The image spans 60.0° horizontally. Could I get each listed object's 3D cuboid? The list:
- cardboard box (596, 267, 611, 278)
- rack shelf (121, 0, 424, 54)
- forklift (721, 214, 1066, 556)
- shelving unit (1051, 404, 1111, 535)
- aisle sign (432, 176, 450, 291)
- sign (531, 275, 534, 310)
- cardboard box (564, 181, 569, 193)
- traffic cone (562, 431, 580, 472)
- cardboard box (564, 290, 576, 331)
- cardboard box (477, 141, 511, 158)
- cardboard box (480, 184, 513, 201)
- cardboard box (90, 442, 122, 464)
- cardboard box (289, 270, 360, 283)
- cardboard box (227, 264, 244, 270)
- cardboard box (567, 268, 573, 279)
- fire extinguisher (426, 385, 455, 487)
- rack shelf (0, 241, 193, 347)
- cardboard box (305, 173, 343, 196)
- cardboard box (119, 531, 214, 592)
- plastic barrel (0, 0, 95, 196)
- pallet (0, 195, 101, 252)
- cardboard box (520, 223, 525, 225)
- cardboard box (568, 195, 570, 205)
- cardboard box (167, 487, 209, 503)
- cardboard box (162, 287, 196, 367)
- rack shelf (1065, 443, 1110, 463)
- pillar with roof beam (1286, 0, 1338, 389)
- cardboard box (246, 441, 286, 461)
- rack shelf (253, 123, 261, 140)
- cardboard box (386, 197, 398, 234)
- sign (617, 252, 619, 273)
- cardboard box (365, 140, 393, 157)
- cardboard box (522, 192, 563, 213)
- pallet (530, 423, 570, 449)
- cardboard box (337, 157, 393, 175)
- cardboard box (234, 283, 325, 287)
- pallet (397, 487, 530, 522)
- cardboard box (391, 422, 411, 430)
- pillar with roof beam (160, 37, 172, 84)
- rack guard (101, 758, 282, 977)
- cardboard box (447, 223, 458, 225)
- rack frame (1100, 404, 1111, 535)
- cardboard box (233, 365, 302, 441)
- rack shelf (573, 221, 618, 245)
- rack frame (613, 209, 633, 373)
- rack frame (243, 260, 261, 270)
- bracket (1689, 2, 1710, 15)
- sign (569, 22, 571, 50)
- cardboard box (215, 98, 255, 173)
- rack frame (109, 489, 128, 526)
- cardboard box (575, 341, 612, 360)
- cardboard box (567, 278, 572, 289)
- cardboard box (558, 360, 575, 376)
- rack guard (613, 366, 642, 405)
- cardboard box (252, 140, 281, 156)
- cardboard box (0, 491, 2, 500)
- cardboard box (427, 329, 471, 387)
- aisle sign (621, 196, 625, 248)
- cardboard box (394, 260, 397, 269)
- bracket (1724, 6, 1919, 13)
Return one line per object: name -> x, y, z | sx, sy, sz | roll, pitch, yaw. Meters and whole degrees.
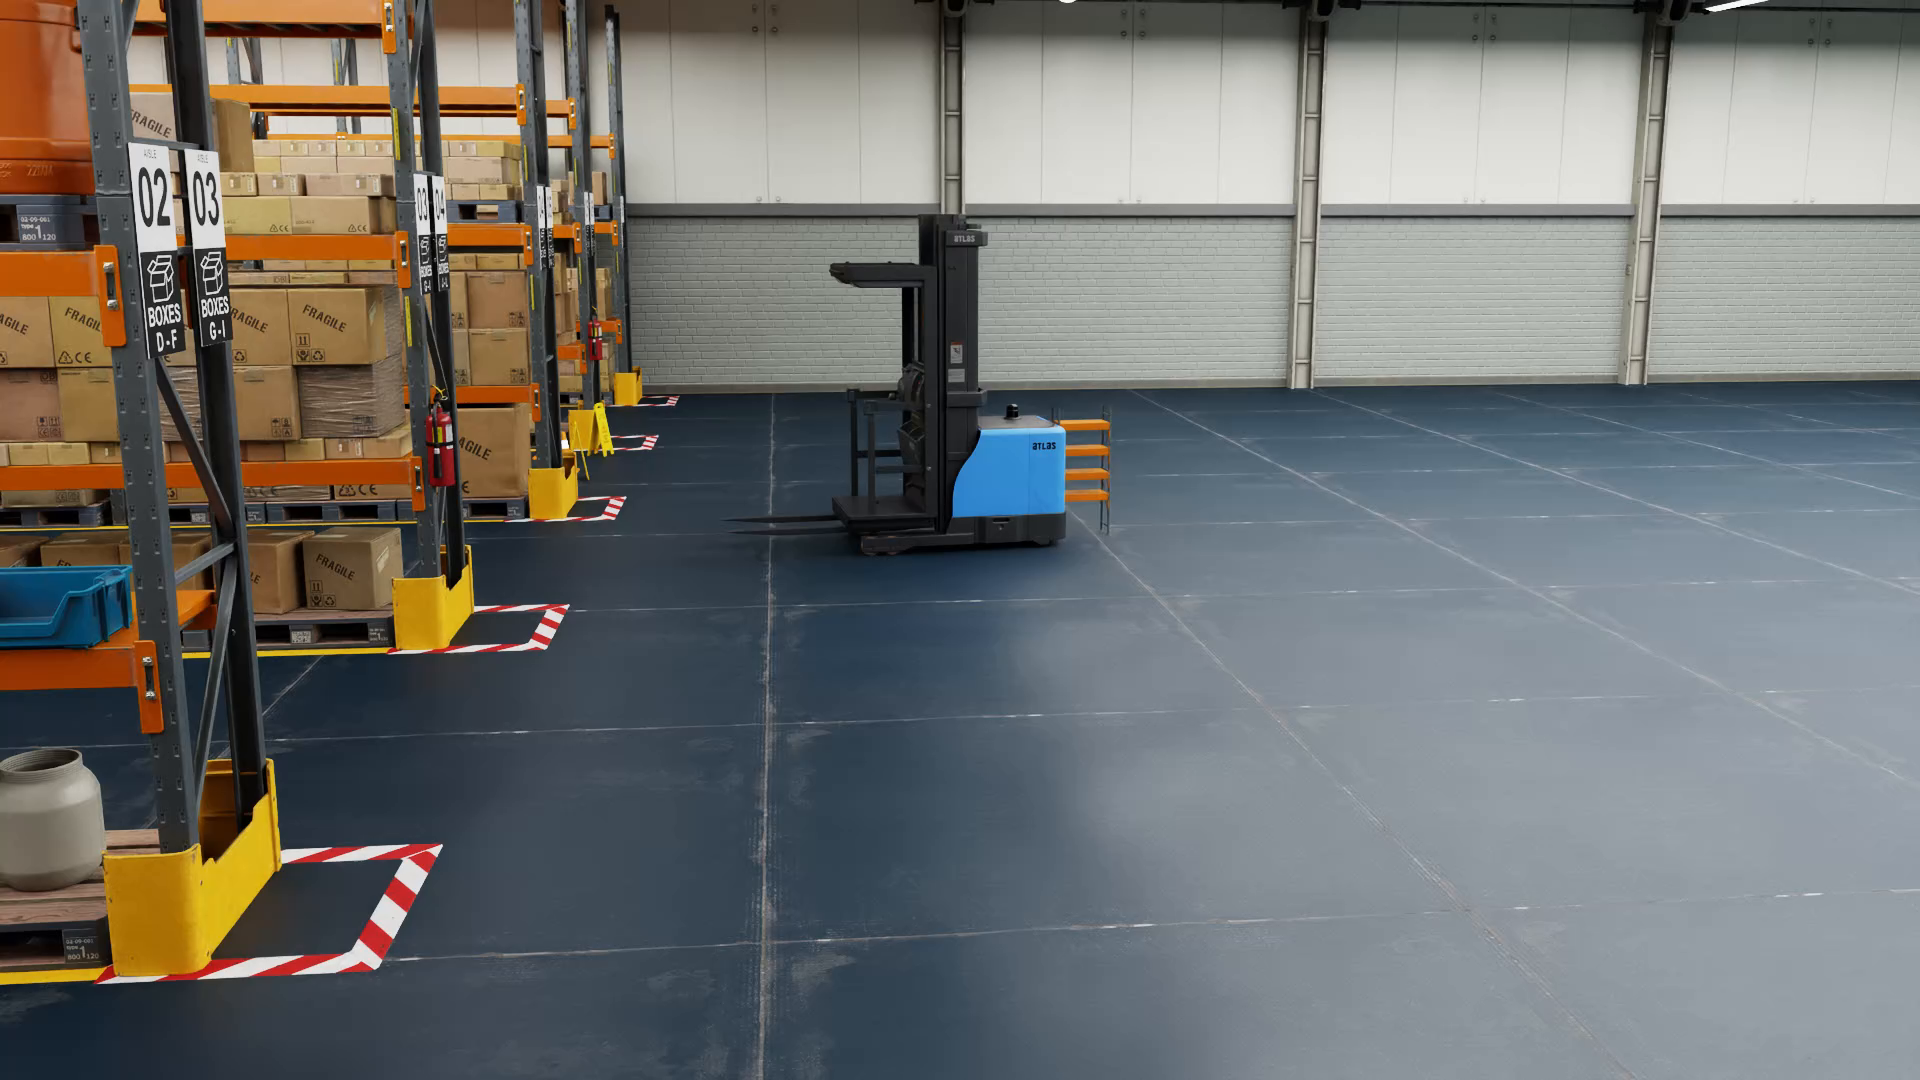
cardboard box -> -5.660, -4.231, 26.282 | 0.250, 0.149, 0.380 | -1, 11, -7
rack shelf -> -5.682, -3.378, 10.980 | 4.000, 0.370, 1.077 | -1, 11, -6
forklift -> -0.616, -1.412, 14.836 | 3.031, 2.935, 1.130 | -2, 11, -12
shelving unit -> 1.118, -0.644, 15.416 | 0.503, 1.200, 0.258 | -2, 11, -12
aisle sign -> -3.664, -2.165, 11.749 | 0.004, 0.787, 0.394 | -1, 11, -6
sign -> -4.084, -2.364, 15.885 | 0.005, 0.325, 0.100 | -1, 11, -6
cardboard box -> -5.139, -4.503, 21.187 | 0.250, 0.149, 0.380 | -1, 11, -6
traffic cone -> -4.594, -1.025, 19.262 | 0.334, 0.463, 0.336 | -1, 11, -6
cardboard box -> -5.264, -2.970, 21.550 | 0.500, 0.500, 0.500 | -1, 11, -7
cardboard box -> -4.427, -3.707, 15.791 | 0.250, 0.149, 0.380 | -1, 11, -6
cardboard box -> -4.422, -3.316, 15.869 | 0.250, 0.149, 0.380 | -1, 11, -6
cardboard box -> -5.690, -0.619, 11.274 | 0.250, 0.149, 0.380 | -1, 11, -6
cardboard box -> -6.123, -2.337, 16.172 | 0.500, 0.550, 0.875 | -1, 11, -6
cardboard box -> -9.246, -3.426, 21.098 | 0.250, 0.149, 0.380 | -1, 11, -6
cardboard box -> -6.136, -4.127, 25.755 | 0.250, 0.149, 0.380 | -1, 11, -5
fire extinguisher -> -3.530, -0.707, 11.271 | 0.183, 0.674, 0.296 | -1, 11, -6
rack shelf -> -5.147, -0.958, 6.438 | 4.000, 0.370, 1.077 | -1, 11, -6
cardboard box -> -4.207, -2.376, 11.141 | 0.250, 0.149, 0.380 | -2, 11, -8
cardboard box -> -5.531, 0.228, 11.707 | 0.500, 0.500, 0.500 | 0, 11, -1
plastic barrel -> -3.628, -1.735, 6.323 | 0.708, 0.830, 0.600 | -1, 11, -6
pallet -> -3.991, -1.262, 6.606 | 1.213, 0.211, 1.003 | -1, 11, -6
cardboard box -> -5.332, -4.008, 20.734 | 0.250, 0.149, 0.380 | -1, 11, -6
cardboard box -> -6.094, -5.211, 25.510 | 0.250, 0.149, 0.380 | -2, 11, -8
cardboard box -> -7.472, -0.864, 16.289 | 0.875, 0.875, 0.875 | -1, 11, -5
cardboard box -> -5.207, -1.436, 11.158 | 0.500, 0.500, 0.500 | -1, 11, -6
rack shelf -> 1.118, -0.798, 15.386 | 0.480, 0.148, 0.258 | -2, 11, -12
pillar with roof beam -> 6.302, -6.210, 23.508 | 0.548, 9.000, 9.100 | -1, 11, -6
cardboard box -> -4.696, -0.640, 11.380 | 0.250, 0.149, 0.380 | -1, 11, -6
rack shelf -> -10.728, -5.001, 20.262 | 4.000, 0.370, 1.077 | -1, 11, -6
cardboard box -> -4.200, -2.269, 11.627 | 0.500, 0.250, 0.500 | -1, 11, -4
sign -> -5.258, -4.263, 25.544 | 0.005, 0.325, 0.100 | -1, 11, -6
cardboard box -> -5.435, -3.686, 15.685 | 0.250, 0.149, 0.380 | -1, 11, -6
cardboard box -> -5.243, -4.213, 20.747 | 0.500, 0.250, 0.500 | -1, 11, -7
pallet -> -5.650, -1.352, 21.577 | 1.213, 0.211, 1.003 | -1, 11, -6
cardboard box -> -5.581, -3.499, 15.767 | 0.500, 0.250, 0.500 | -1, 11, -6
cardboard box -> -4.767, -1.548, 11.728 | 0.500, 0.500, 0.500 | -1, 11, -6
pallet -> -4.915, -0.384, 16.658 | 1.213, 0.211, 1.003 | -1, 11, -6
cardboard box -> -4.002, -0.748, 11.928 | 0.250, 0.149, 0.380 | -1, 11, -6
pillar with roof beam -> -11.593, -5.835, 21.601 | 0.548, 9.000, 9.100 | -1, 11, -6
rack guard -> -3.229, 1.356, 7.057 | 0.348, 0.500, 1.175 | -1, 11, -6
cardboard box -> -6.364, -3.998, 20.684 | 0.250, 0.149, 0.380 | -2, 11, -8
rack frame -> 1.356, -0.654, 15.467 | 0.015, 1.200, 0.240 | -2, 11, -12
cardboard box -> -4.727, -0.986, 11.461 | 0.500, 0.500, 0.875 | -1, 11, -6
rack shelf -> -7.292, -4.760, 25.778 | 4.000, 0.370, 1.077 | -1, 11, -6
rack frame -> -5.303, -3.683, 26.210 | 0.127, 3.000, 1.000 | -1, 11, -6
rack frame -> -8.740, -2.648, 20.944 | 0.127, 3.000, 1.000 | -1, 11, -6
bracket -> 12.253, -8.867, 27.694 | 0.430, 0.232, 0.235 | -1, 11, -6
sign -> -4.724, -6.104, 20.140 | 0.005, 0.325, 0.100 | -1, 11, -6
cardboard box -> -5.198, -2.764, 11.431 | 0.500, 0.500, 0.500 | -1, 11, -6
rack frame -> -8.105, -1.701, 16.126 | 0.127, 3.000, 1.000 | -1, 11, -6
cardboard box -> -5.727, -2.961, 25.985 | 0.500, 0.250, 0.500 | -1, 11, -4
cardboard box -> -6.133, -3.985, 25.804 | 0.250, 0.149, 0.380 | -1, 11, -5
cardboard box -> -6.253, -2.707, 25.987 | 0.500, 0.250, 0.500 | -1, 11, -7
rack guard -> -5.279, -2.457, 26.453 | 0.348, 0.500, 1.175 | -1, 11, -6
cardboard box -> -6.441, -3.665, 15.577 | 0.250, 0.149, 0.380 | -1, 11, -6
cardboard box -> -9.672, -0.754, 16.051 | 0.750, 0.750, 1.050 | -1, 11, -6
cardboard box -> -5.037, -1.826, 16.373 | 0.550, 0.550, 0.875 | -1, 11, -6
aisle sign -> -5.206, -4.904, 25.679 | 0.004, 0.787, 0.394 | -1, 11, -6
cardboard box -> -6.759, -3.341, 20.848 | 0.500, 0.500, 0.700 | -1, 11, -6
bracket -> 14.831, -8.921, 27.969 | 4.783, 0.066, 0.076 | -1, 11, -6
